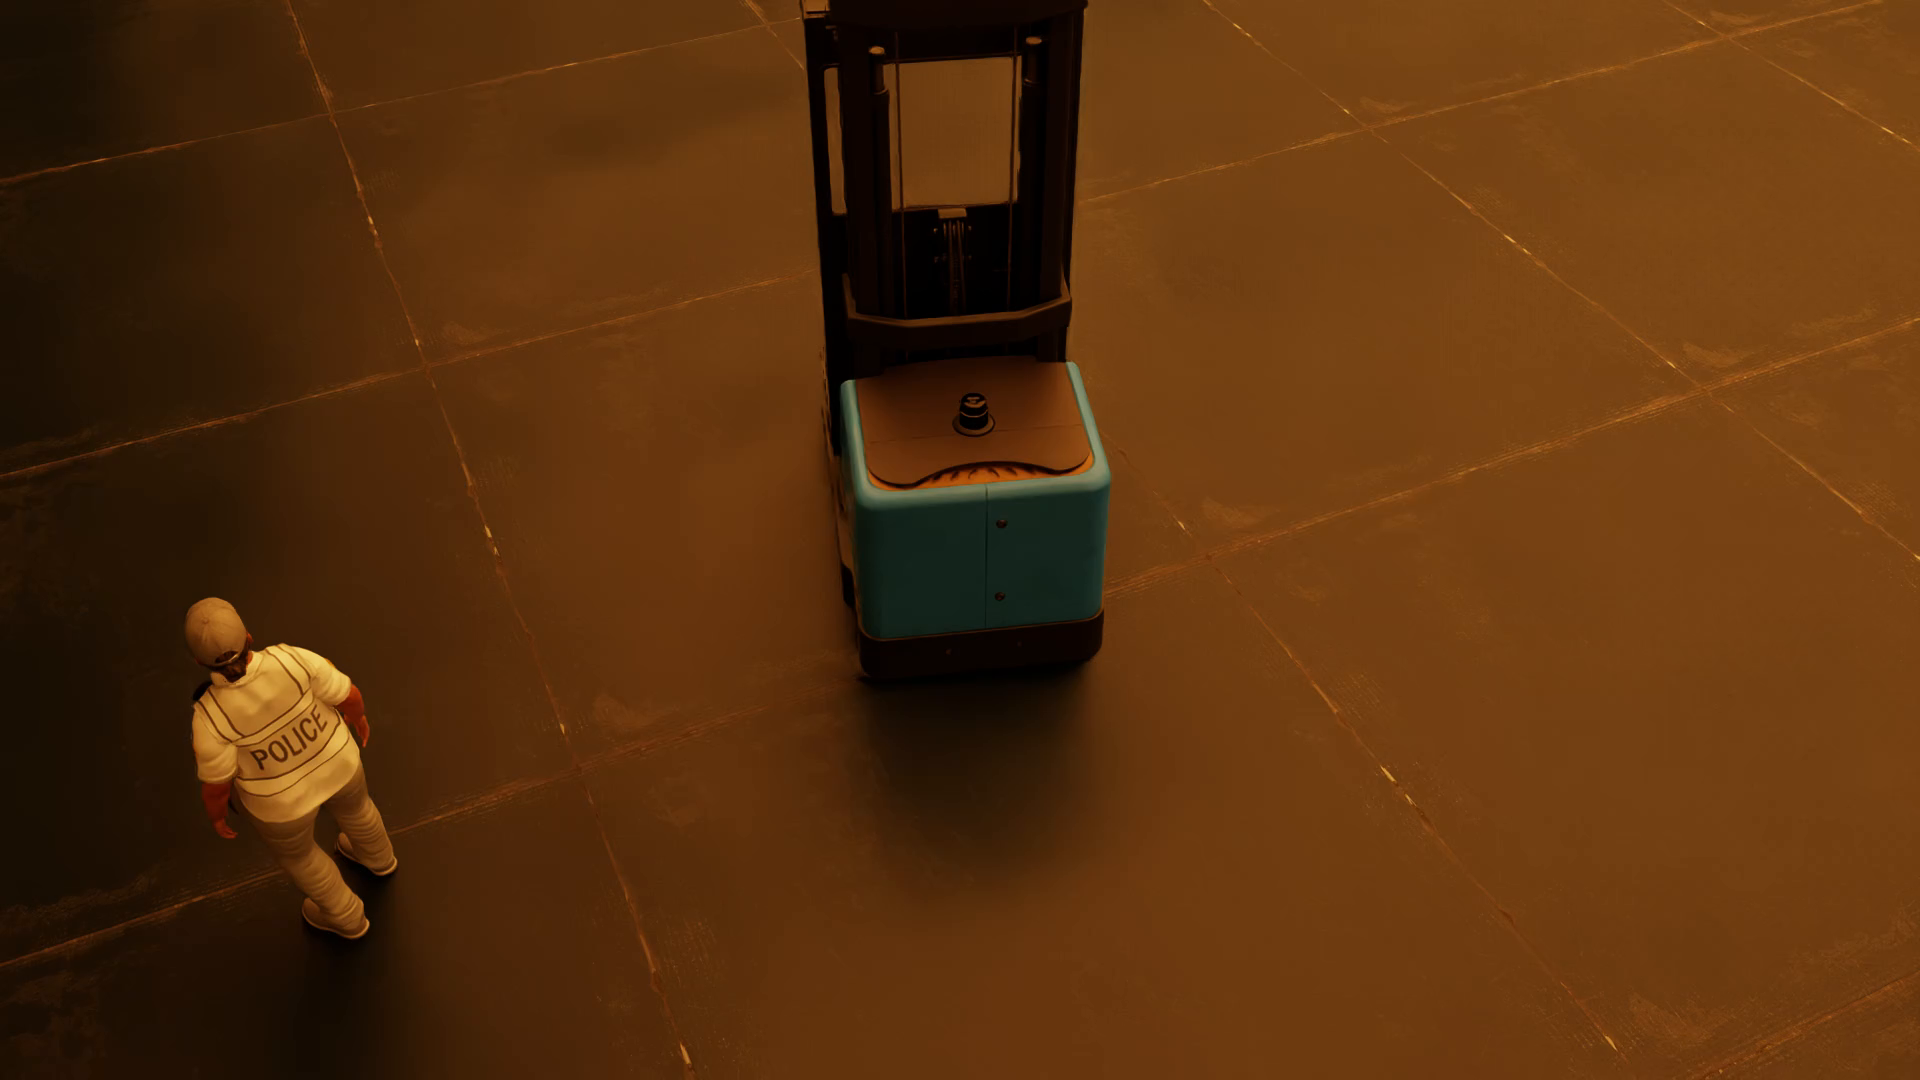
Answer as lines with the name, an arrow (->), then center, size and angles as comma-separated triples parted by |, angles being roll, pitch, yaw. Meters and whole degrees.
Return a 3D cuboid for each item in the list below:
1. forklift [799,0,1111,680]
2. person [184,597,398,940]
forklift -> -0.097, -1.487, 7.273 | 1.130, 2.935, 3.031 | -5, 43, -6
person -> -2.348, 0.781, 5.771 | 0.525, 1.669, 0.623 | 28, 50, 27
